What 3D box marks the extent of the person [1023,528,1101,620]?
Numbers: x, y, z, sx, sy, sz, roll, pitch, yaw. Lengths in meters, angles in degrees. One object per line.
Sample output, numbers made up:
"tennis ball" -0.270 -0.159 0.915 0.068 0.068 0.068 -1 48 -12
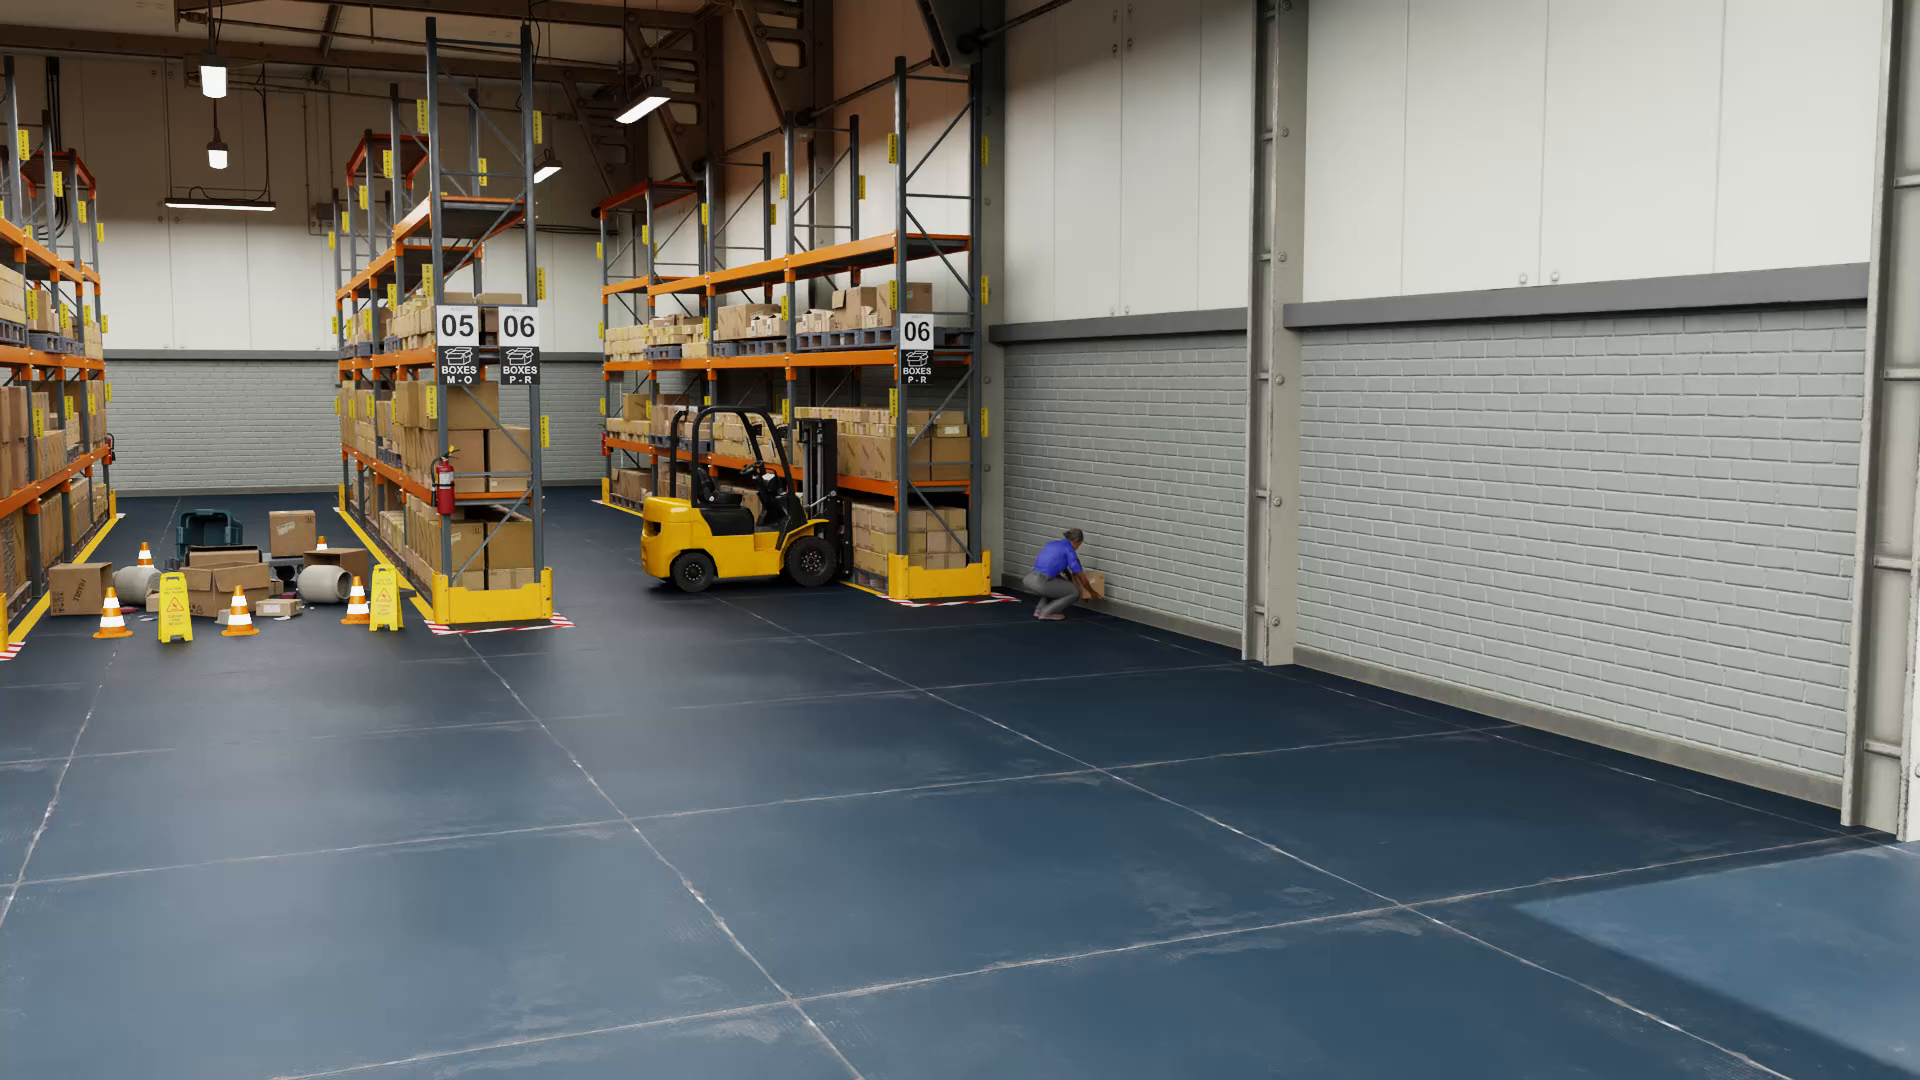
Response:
"person" 1.045 0.352 17.246 0.828 0.935 0.475 -3 6 -24
